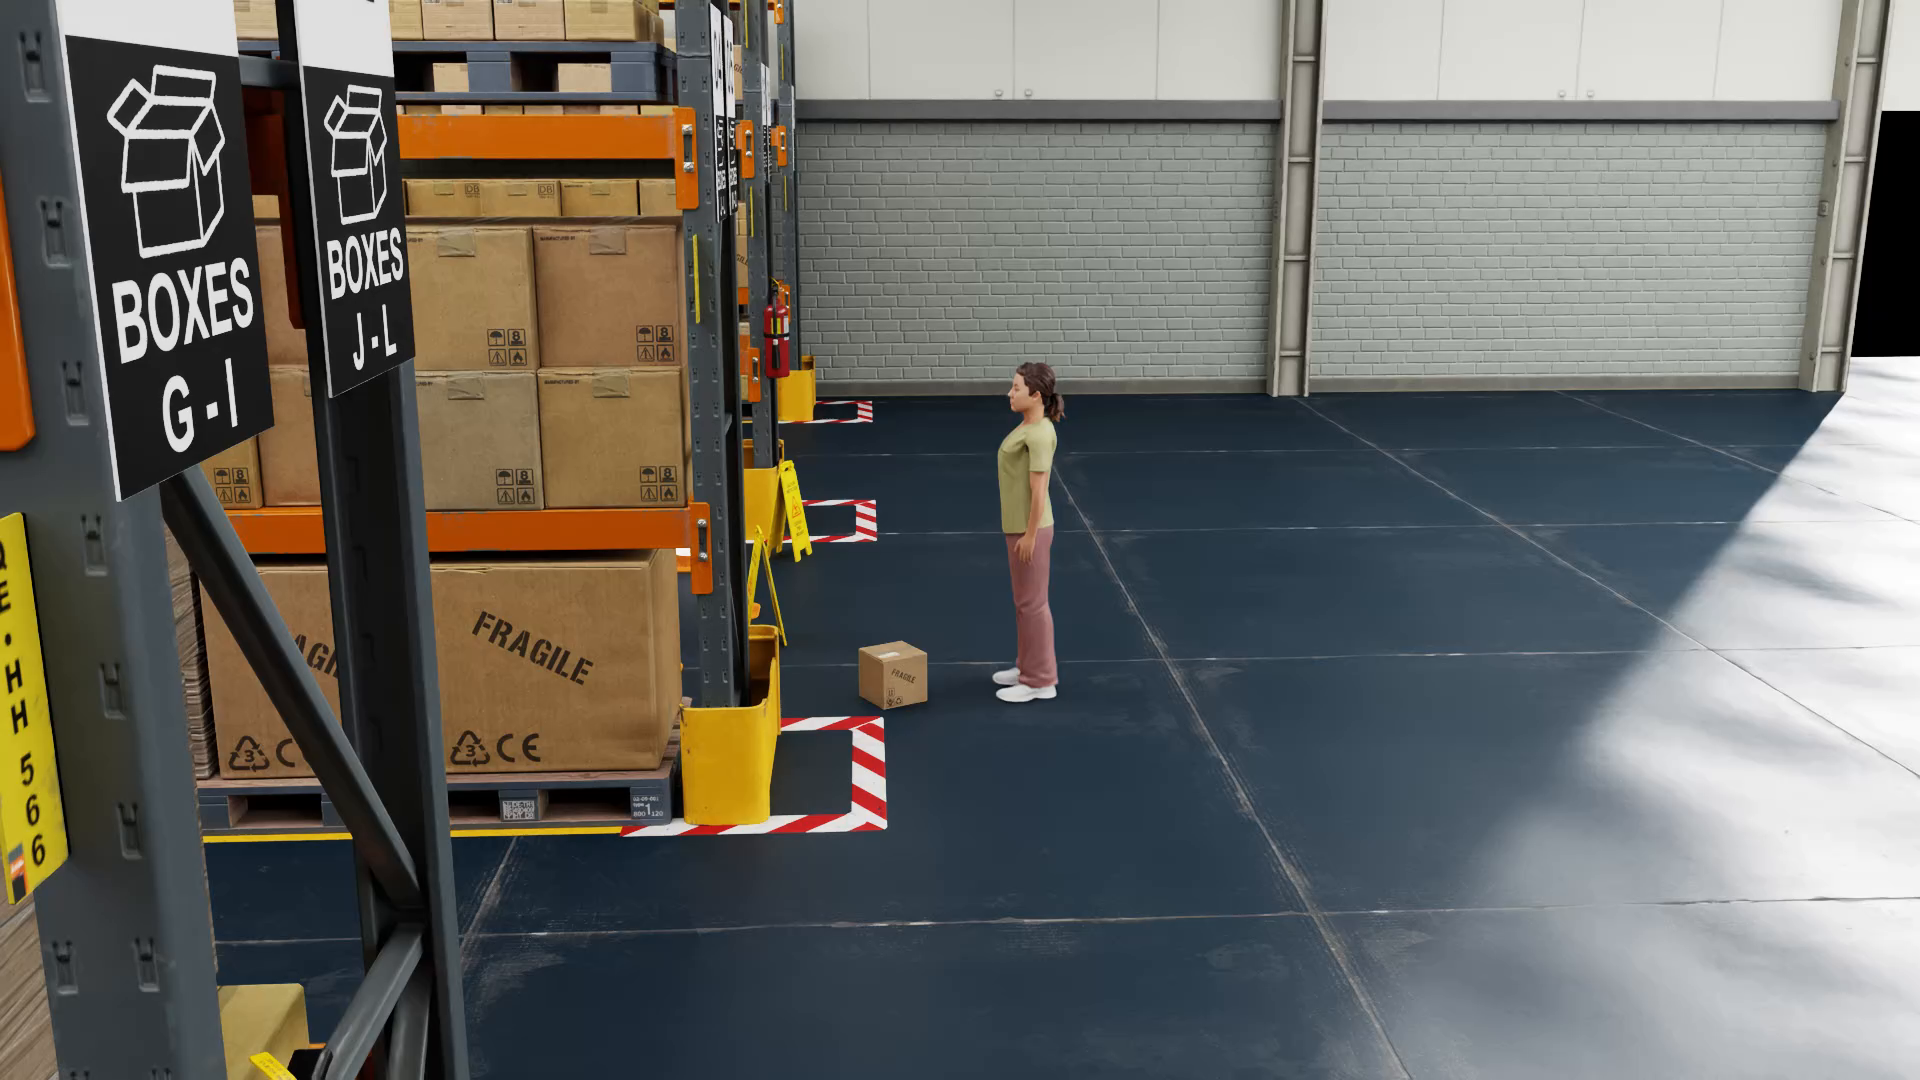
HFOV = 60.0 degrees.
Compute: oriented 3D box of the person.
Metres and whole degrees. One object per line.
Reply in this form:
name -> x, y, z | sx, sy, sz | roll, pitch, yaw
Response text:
person -> 0.345, -0.041, 8.182 | 0.349, 1.668, 0.438 | 0, 14, -2
